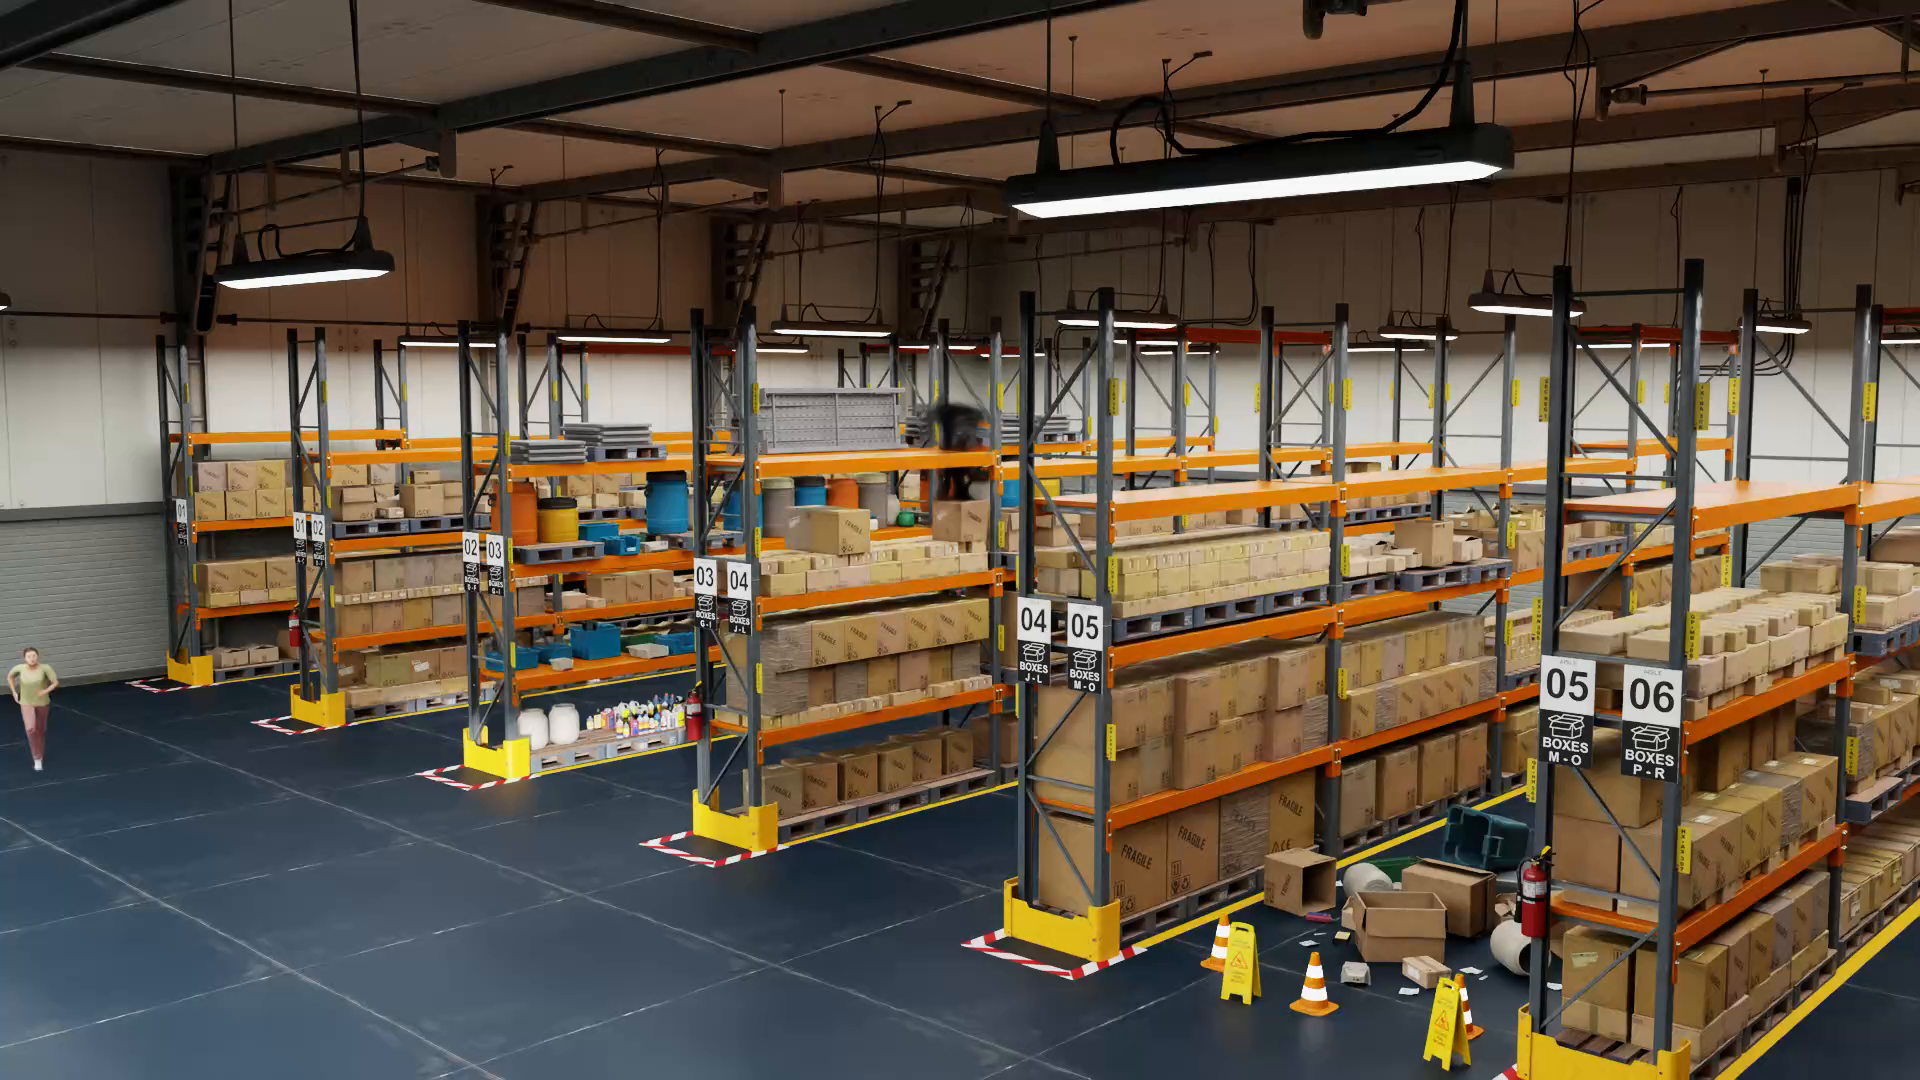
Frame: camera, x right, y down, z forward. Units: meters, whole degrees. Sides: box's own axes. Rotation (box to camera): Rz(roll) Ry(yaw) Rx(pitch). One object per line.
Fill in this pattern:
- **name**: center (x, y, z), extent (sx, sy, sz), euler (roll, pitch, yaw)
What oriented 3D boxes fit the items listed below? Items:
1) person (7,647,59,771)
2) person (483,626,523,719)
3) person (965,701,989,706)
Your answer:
- **person**: center (-12.565, 2.248, 22.575), extent (0.602, 1.669, 0.872), euler (-3, 6, -29)
- **person**: center (-6.892, 2.030, 25.160), extent (0.693, 1.551, 0.858), euler (1, 5, 5)
- **person**: center (0.304, 1.831, 26.677), extent (0.580, 1.726, 0.724), euler (4, 7, 39)
